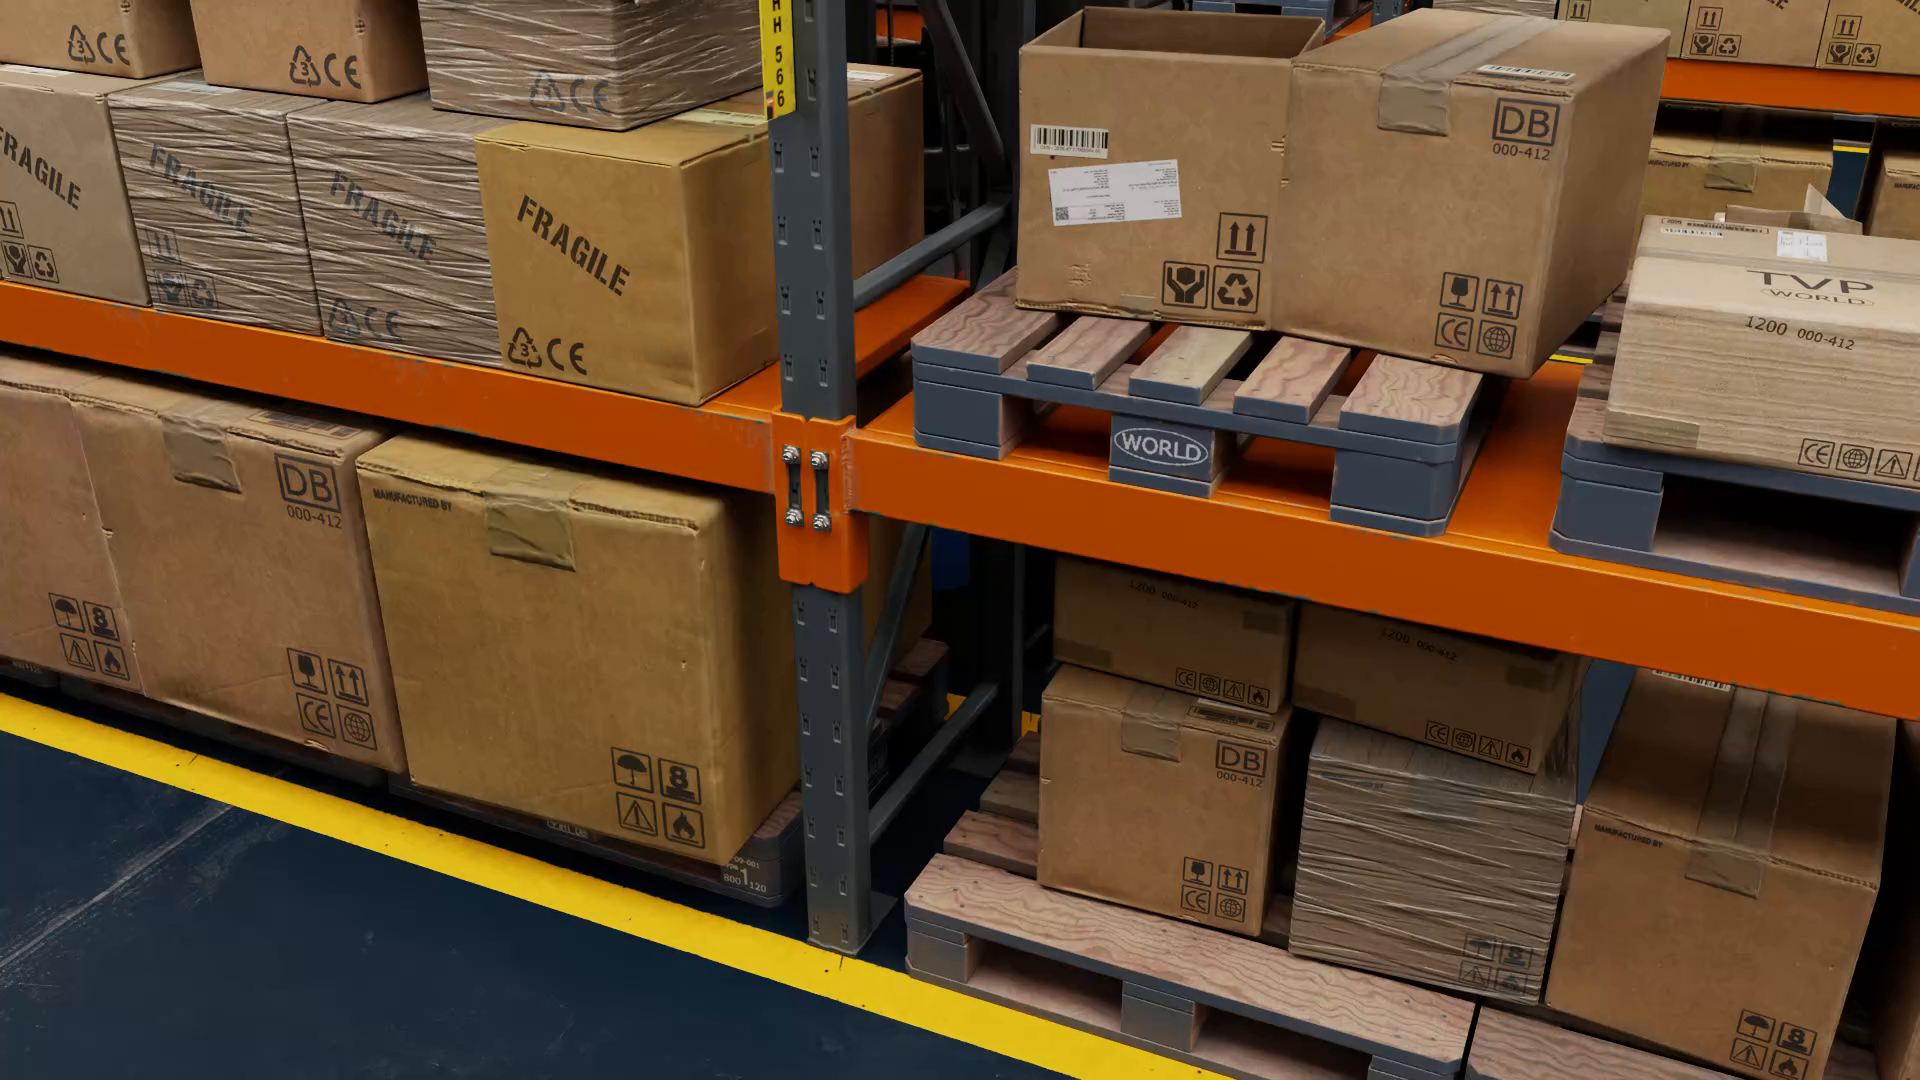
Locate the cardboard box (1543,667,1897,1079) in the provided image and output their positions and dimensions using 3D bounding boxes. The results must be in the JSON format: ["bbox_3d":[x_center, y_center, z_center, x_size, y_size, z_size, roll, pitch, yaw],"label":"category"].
[{"bbox_3d":[1.558,0.637,3.392,0.500,0.500,0.700,14,29,26],"label":"cardboard box"}]

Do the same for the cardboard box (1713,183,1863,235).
[{"bbox_3d":[1.540,-0.530,3.108,0.258,0.266,0.396,11,28,20],"label":"cardboard box"}]

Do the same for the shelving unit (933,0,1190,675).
[{"bbox_3d":[0.322,-0.500,4.315,0.503,2.100,0.431,6,26,27],"label":"shelving unit"}]

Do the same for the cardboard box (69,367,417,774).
[{"bbox_3d":[-1.517,-0.134,4.557,0.875,0.875,1.225,11,28,22],"label":"cardboard box"}]

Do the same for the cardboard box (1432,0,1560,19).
[{"bbox_3d":[2.353,-2.429,7.174,0.500,0.500,0.500,12,29,22],"label":"cardboard box"}]

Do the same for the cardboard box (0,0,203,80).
[{"bbox_3d":[-1.954,-1.474,4.099,0.637,0.503,0.797,12,29,23],"label":"cardboard box"}]

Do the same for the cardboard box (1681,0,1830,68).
[{"bbox_3d":[3.276,-2.244,6.800,0.500,0.500,0.500,11,28,22],"label":"cardboard box"}]

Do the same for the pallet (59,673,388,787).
[{"bbox_3d":[-1.882,0.254,4.994,1.213,0.211,1.003,11,28,22],"label":"pallet"}]

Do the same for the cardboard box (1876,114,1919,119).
[{"bbox_3d":[6.520,-3.086,11.122,0.625,0.372,0.950,13,29,25],"label":"cardboard box"}]

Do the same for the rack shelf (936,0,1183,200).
[{"bbox_3d":[0.258,-1.130,4.050,0.480,0.518,0.431,6,26,27],"label":"rack shelf"}]

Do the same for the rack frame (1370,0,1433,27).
[{"bbox_3d":[2.056,-2.574,7.583,0.127,3.000,1.000,11,28,22],"label":"rack frame"}]

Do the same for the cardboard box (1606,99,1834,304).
[{"bbox_3d":[3.370,-1.448,7.366,0.750,0.750,1.050,12,29,23],"label":"cardboard box"}]

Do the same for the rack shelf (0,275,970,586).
[{"bbox_3d":[-1.910,-0.642,4.472,4.000,0.370,1.077,11,28,22],"label":"rack shelf"}]

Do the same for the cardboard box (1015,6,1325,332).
[{"bbox_3d":[0.419,-0.749,3.287,0.500,0.500,0.500,8,27,15],"label":"cardboard box"}]

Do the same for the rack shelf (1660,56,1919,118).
[{"bbox_3d":[3.876,-1.886,6.999,4.000,0.370,1.077,11,28,22],"label":"rack shelf"}]

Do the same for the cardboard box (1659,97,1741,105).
[{"bbox_3d":[5.198,-3.354,11.665,0.625,0.372,0.950,11,28,21],"label":"cardboard box"}]

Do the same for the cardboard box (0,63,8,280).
[{"bbox_3d":[-2.502,-1.007,4.286,0.500,0.500,0.500,11,28,21],"label":"cardboard box"}]

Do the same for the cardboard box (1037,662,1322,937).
[{"bbox_3d":[0.529,0.440,3.792,0.500,0.500,0.700,10,28,19],"label":"cardboard box"}]

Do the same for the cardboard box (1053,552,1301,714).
[{"bbox_3d":[0.533,0.099,3.635,0.500,0.250,0.500,13,29,24],"label":"cardboard box"}]

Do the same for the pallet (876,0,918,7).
[{"bbox_3d":[0.237,-2.834,8.327,1.213,0.211,1.003,11,28,22],"label":"pallet"}]

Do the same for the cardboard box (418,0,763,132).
[{"bbox_3d":[-0.748,-1.234,3.611,0.637,0.503,0.797,12,29,24],"label":"cardboard box"}]

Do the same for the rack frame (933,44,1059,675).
[{"bbox_3d":[0.105,-0.524,4.424,0.015,2.100,0.400,6,26,27],"label":"rack frame"}]

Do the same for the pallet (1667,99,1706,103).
[{"bbox_3d":[4.723,-3.189,11.988,1.213,0.211,1.003,11,28,22],"label":"pallet"}]

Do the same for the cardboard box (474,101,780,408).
[{"bbox_3d":[-0.641,-0.634,3.529,0.500,0.500,0.500,12,29,23],"label":"cardboard box"}]

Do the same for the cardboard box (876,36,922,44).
[{"bbox_3d":[-0.340,-2.575,9.090,0.500,0.250,0.500,13,29,24],"label":"cardboard box"}]

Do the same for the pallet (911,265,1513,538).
[{"bbox_3d":[0.603,-0.425,3.435,1.003,0.211,1.213,11,28,22],"label":"pallet"}]

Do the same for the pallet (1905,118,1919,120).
[{"bbox_3d":[6.945,-2.743,11.082,1.213,0.211,1.003,11,28,22],"label":"pallet"}]

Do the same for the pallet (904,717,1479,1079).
[{"bbox_3d":[0.621,0.796,3.894,1.213,0.211,1.003,11,28,22],"label":"pallet"}]

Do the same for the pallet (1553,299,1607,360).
[{"bbox_3d":[2.742,-1.149,7.845,1.213,0.211,1.003,11,28,22],"label":"pallet"}]

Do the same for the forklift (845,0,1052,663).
[{"bbox_3d":[-0.222,-1.573,5.627,1.130,2.935,3.031,-10,28,-19],"label":"forklift"}]

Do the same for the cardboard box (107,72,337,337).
[{"bbox_3d":[-1.567,-0.821,3.909,0.500,0.500,0.500,10,28,20],"label":"cardboard box"}]

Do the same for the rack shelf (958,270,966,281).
[{"bbox_3d":[0.323,-0.487,4.320,0.480,0.518,0.431,6,26,27],"label":"rack shelf"}]
